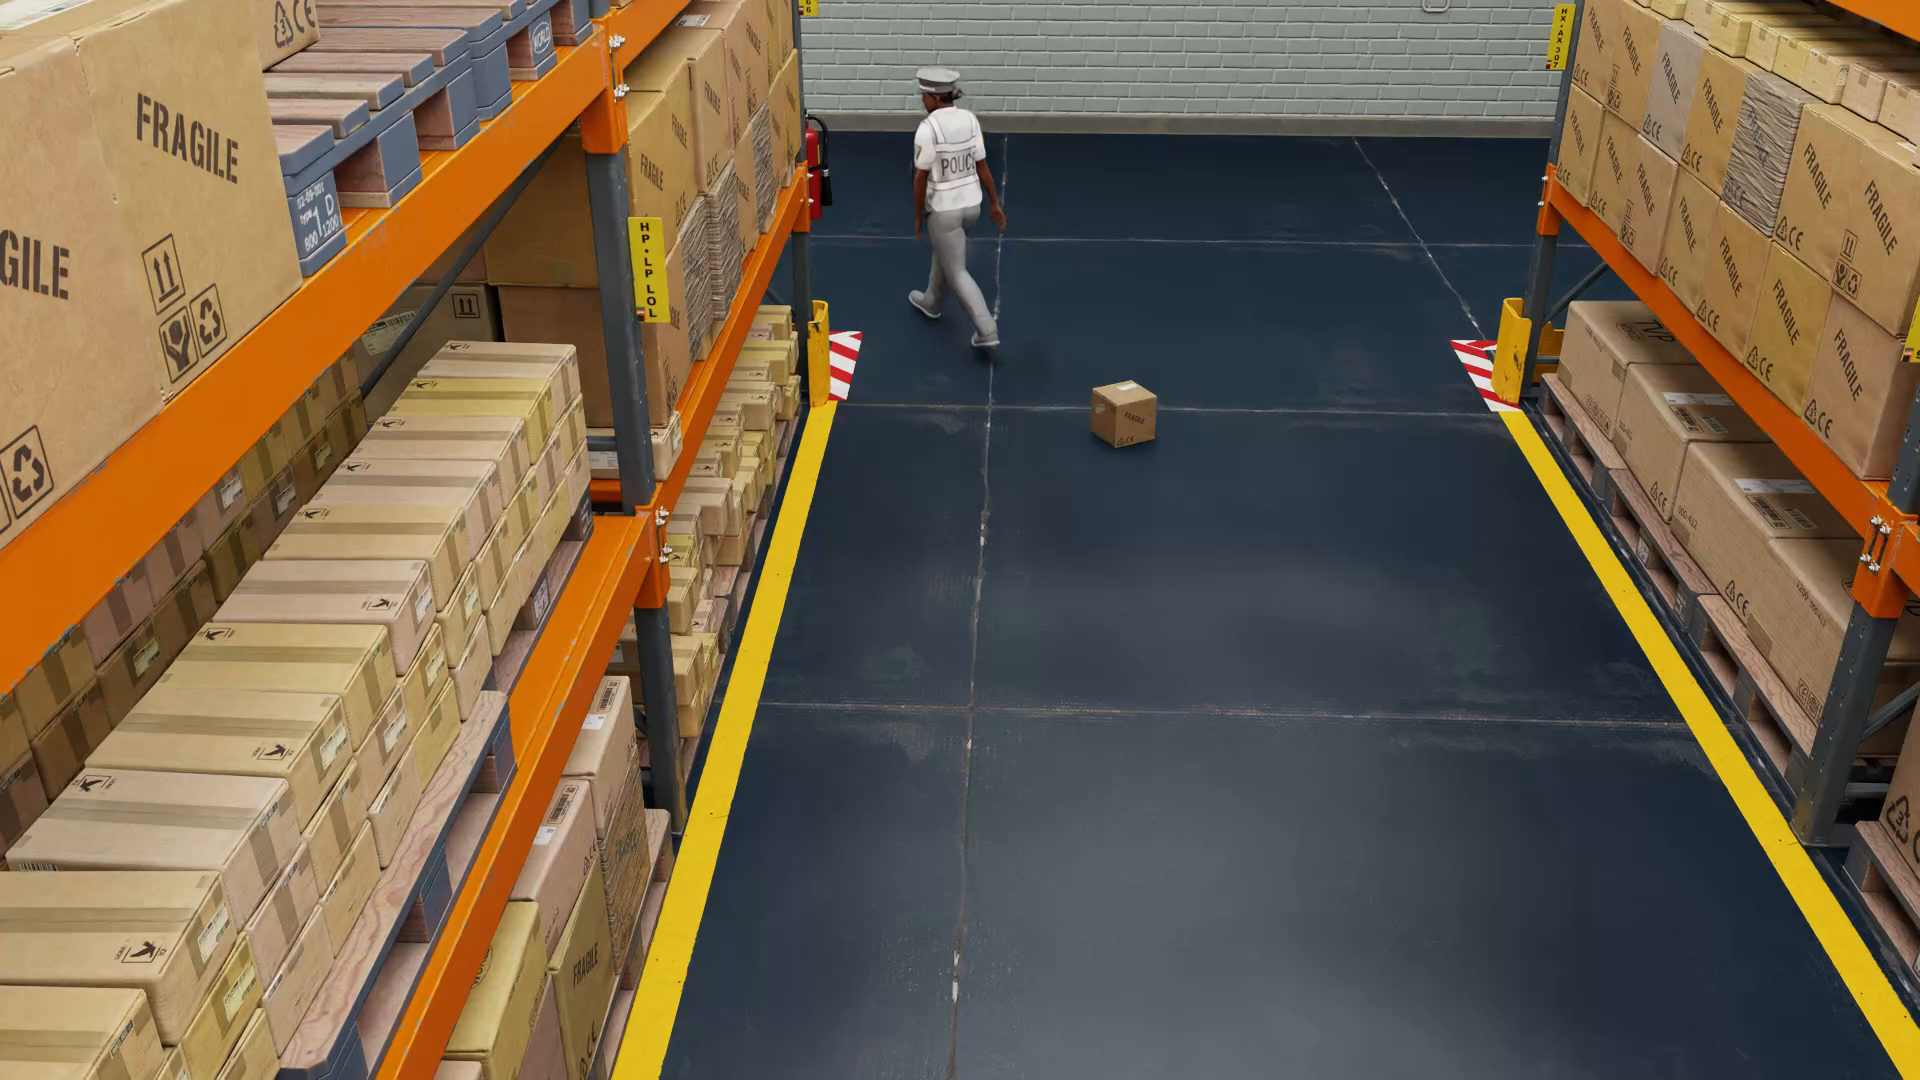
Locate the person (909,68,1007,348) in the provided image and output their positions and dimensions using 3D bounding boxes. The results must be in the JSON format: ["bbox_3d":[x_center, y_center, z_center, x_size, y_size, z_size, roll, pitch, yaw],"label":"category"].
[{"bbox_3d":[-0.045,-1.975,9.851,0.543,1.595,1.077,-23,36,-36],"label":"person"}]
